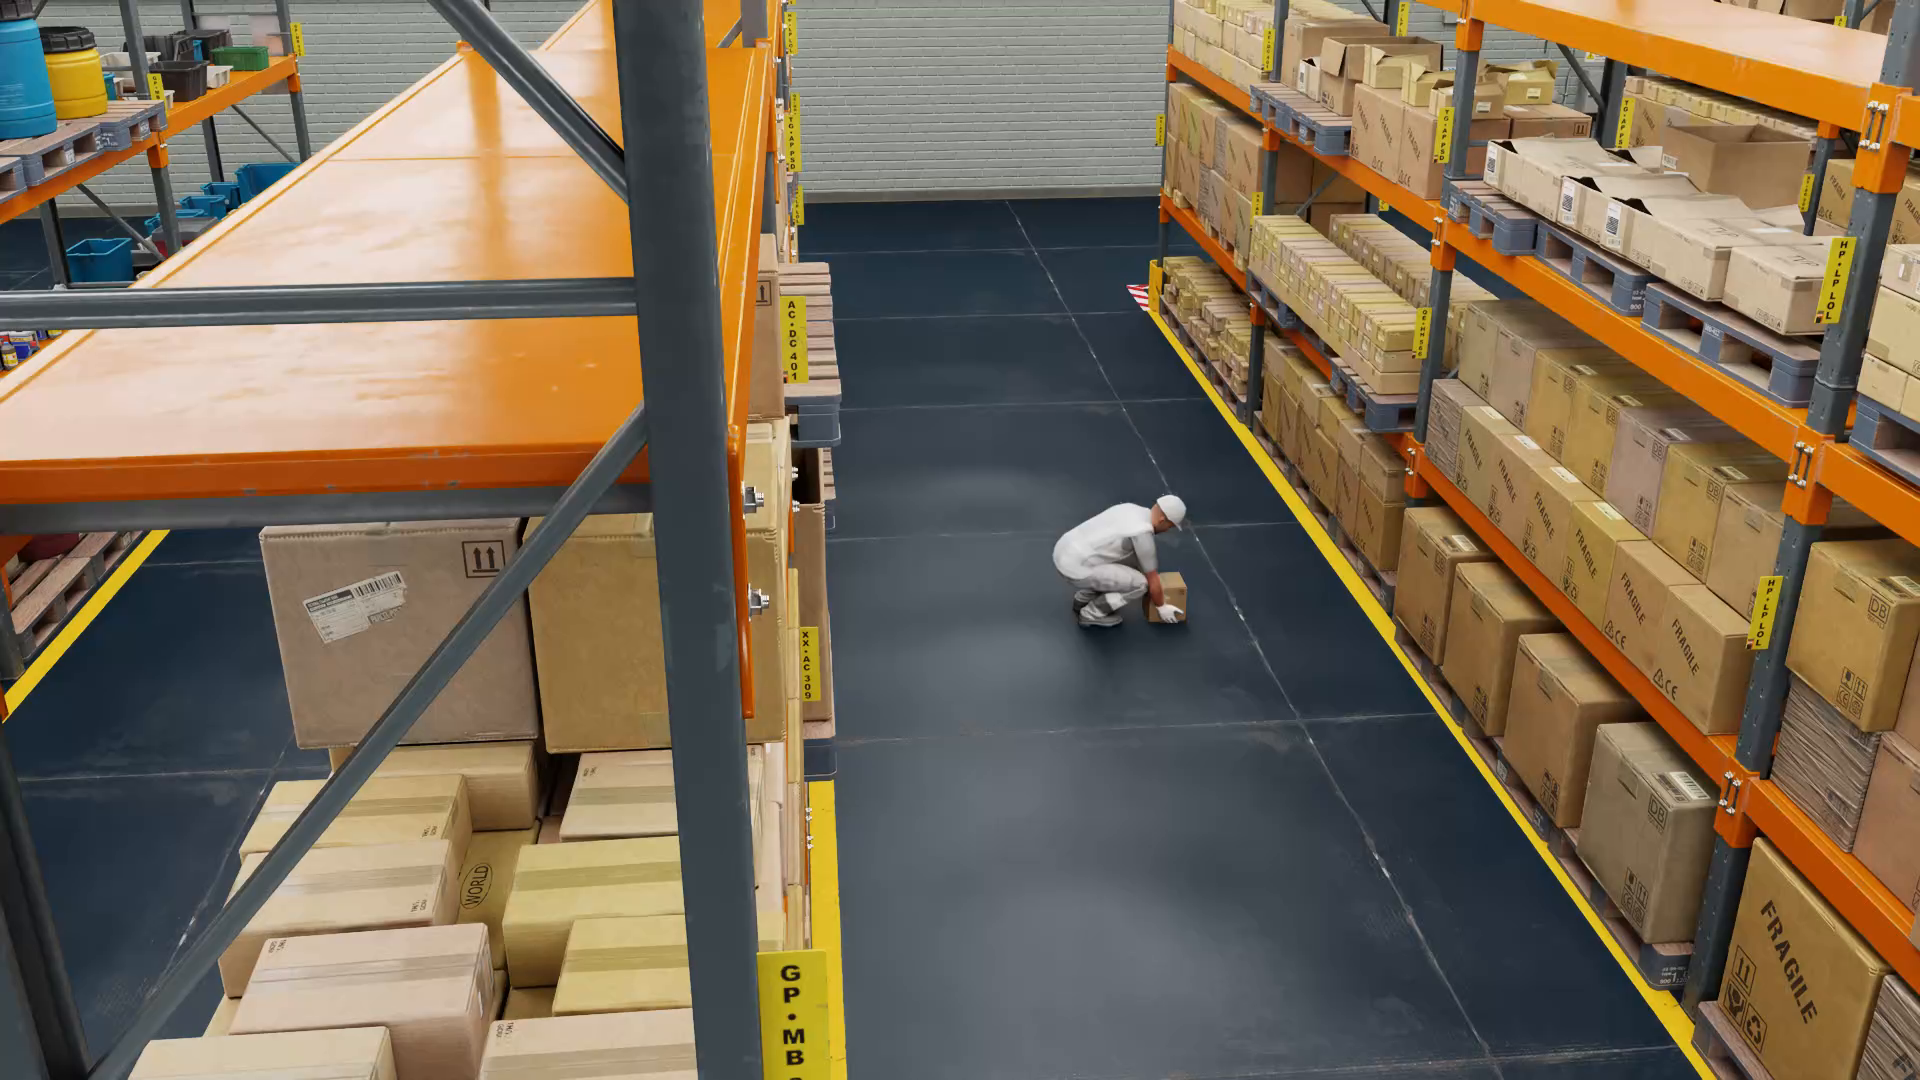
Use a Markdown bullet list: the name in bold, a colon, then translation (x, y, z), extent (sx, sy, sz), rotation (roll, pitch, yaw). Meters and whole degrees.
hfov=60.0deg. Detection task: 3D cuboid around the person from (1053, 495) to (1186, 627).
- **person**: translation (1.074, 0.140, 11.212), extent (0.895, 0.880, 0.555), rotation (-2, 24, -5)
